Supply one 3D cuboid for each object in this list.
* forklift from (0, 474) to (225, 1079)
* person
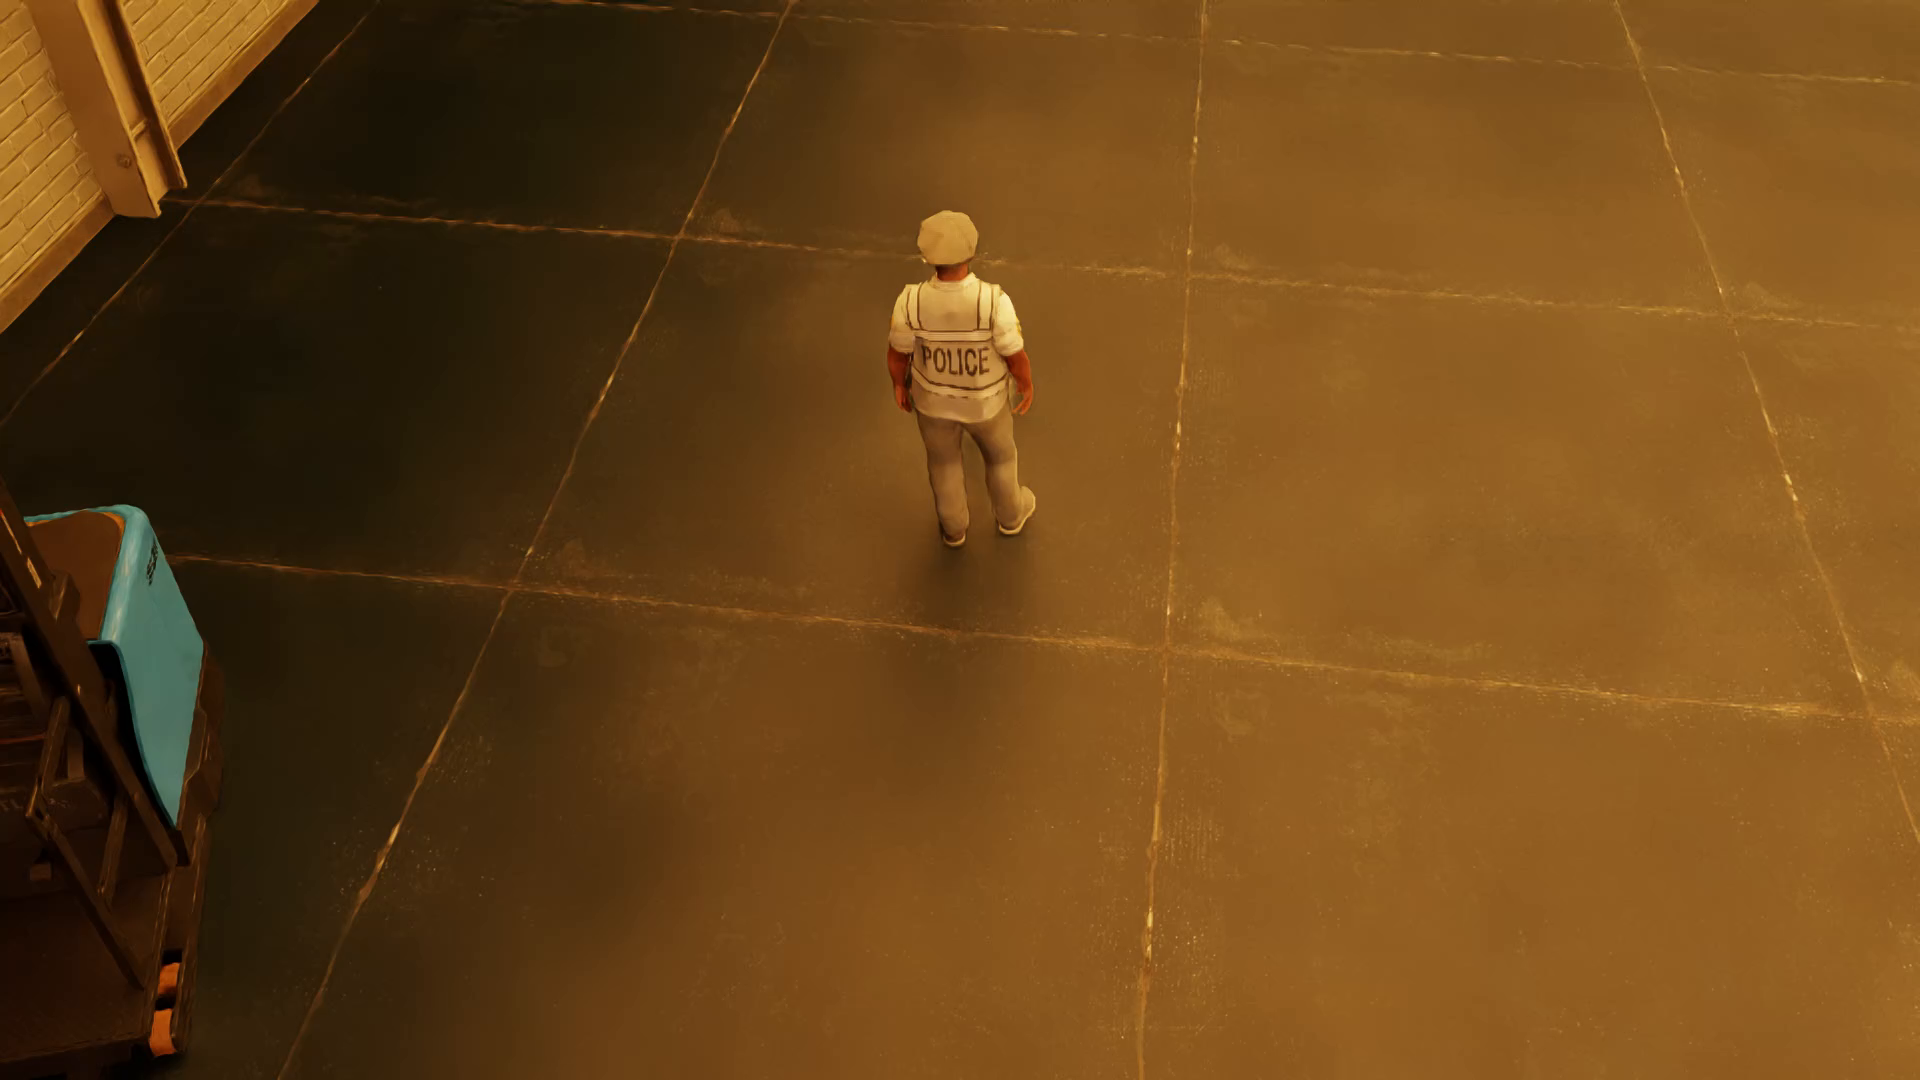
[{"bbox_3d":[-3.352,0.604,5.066,1.130,2.935,3.031,-8,43,-9],"label":"forklift"},{"bbox_3d":[0.022,-0.713,7.338,0.640,1.781,0.574,5,43,6],"label":"person"}]
